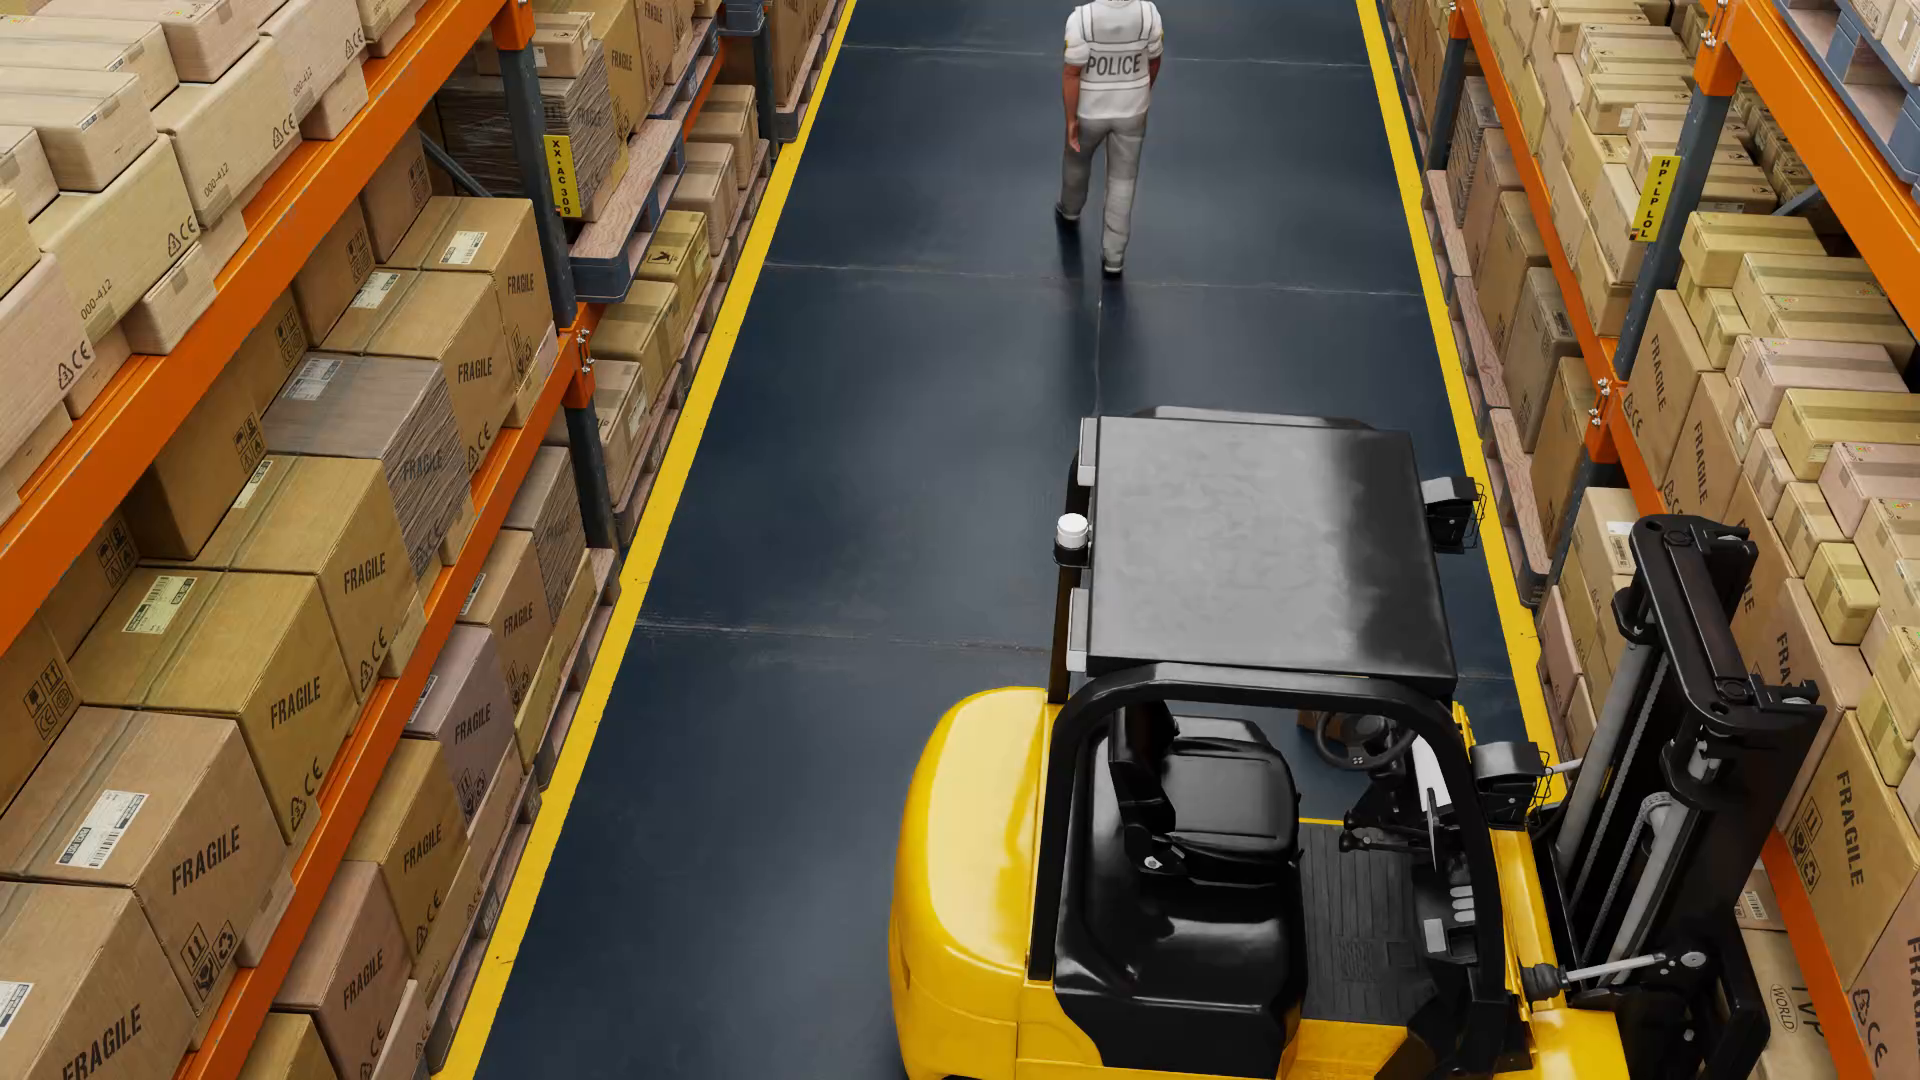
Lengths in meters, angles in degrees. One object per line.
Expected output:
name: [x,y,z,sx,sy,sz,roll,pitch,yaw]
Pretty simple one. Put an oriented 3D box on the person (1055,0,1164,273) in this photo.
person: [0.801,-2.408,9.000,0.534,1.741,0.913,0,40,0]
